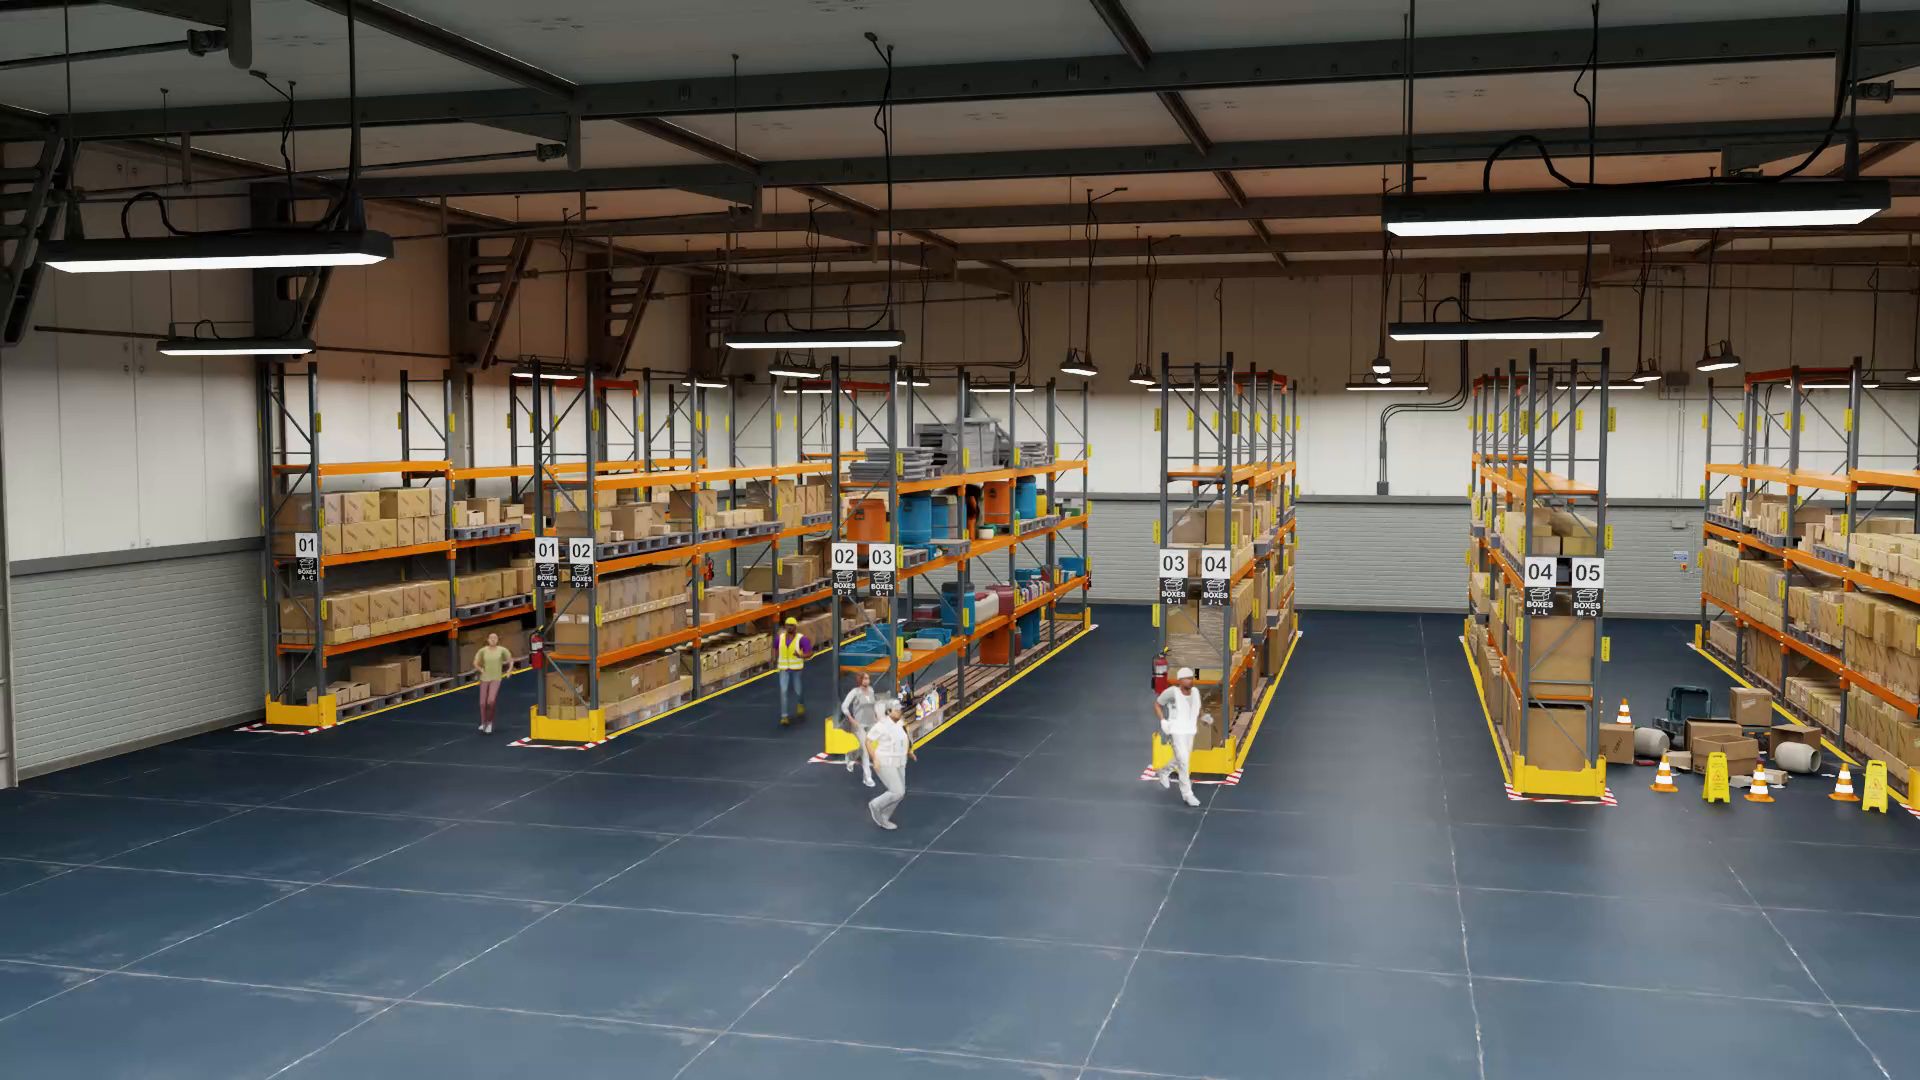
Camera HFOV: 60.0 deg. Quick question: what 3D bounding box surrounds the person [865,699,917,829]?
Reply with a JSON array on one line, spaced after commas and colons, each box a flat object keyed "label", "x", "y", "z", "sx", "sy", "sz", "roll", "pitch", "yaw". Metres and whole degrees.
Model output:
[{"label": "person", "x": -0.813, "y": 2.760, "z": 20.415, "sx": 0.581, "sy": 1.616, "sz": 0.592, "roll": 3, "pitch": 5, "yaw": 37}]

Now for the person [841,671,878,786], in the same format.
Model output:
[{"label": "person", "x": -1.399, "y": 2.600, "z": 23.163, "sx": 0.564, "sy": 1.582, "sz": 0.725, "roll": -4, "pitch": 6, "yaw": -43}]

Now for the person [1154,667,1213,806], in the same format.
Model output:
[{"label": "person", "x": 2.913, "y": 2.560, "z": 22.115, "sx": 0.651, "sy": 1.774, "sz": 0.979, "roll": -3, "pitch": 5, "yaw": -32}]

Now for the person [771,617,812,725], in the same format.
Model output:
[{"label": "person", "x": -2.821, "y": 2.158, "z": 27.755, "sx": 0.710, "sy": 1.747, "sz": 0.968, "roll": 0, "pitch": 4, "yaw": 6}]

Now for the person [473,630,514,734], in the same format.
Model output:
[{"label": "person", "x": -7.549, "y": 2.295, "z": 26.833, "sx": 0.626, "sy": 1.667, "sz": 0.560, "roll": 0, "pitch": 4, "yaw": -4}]
